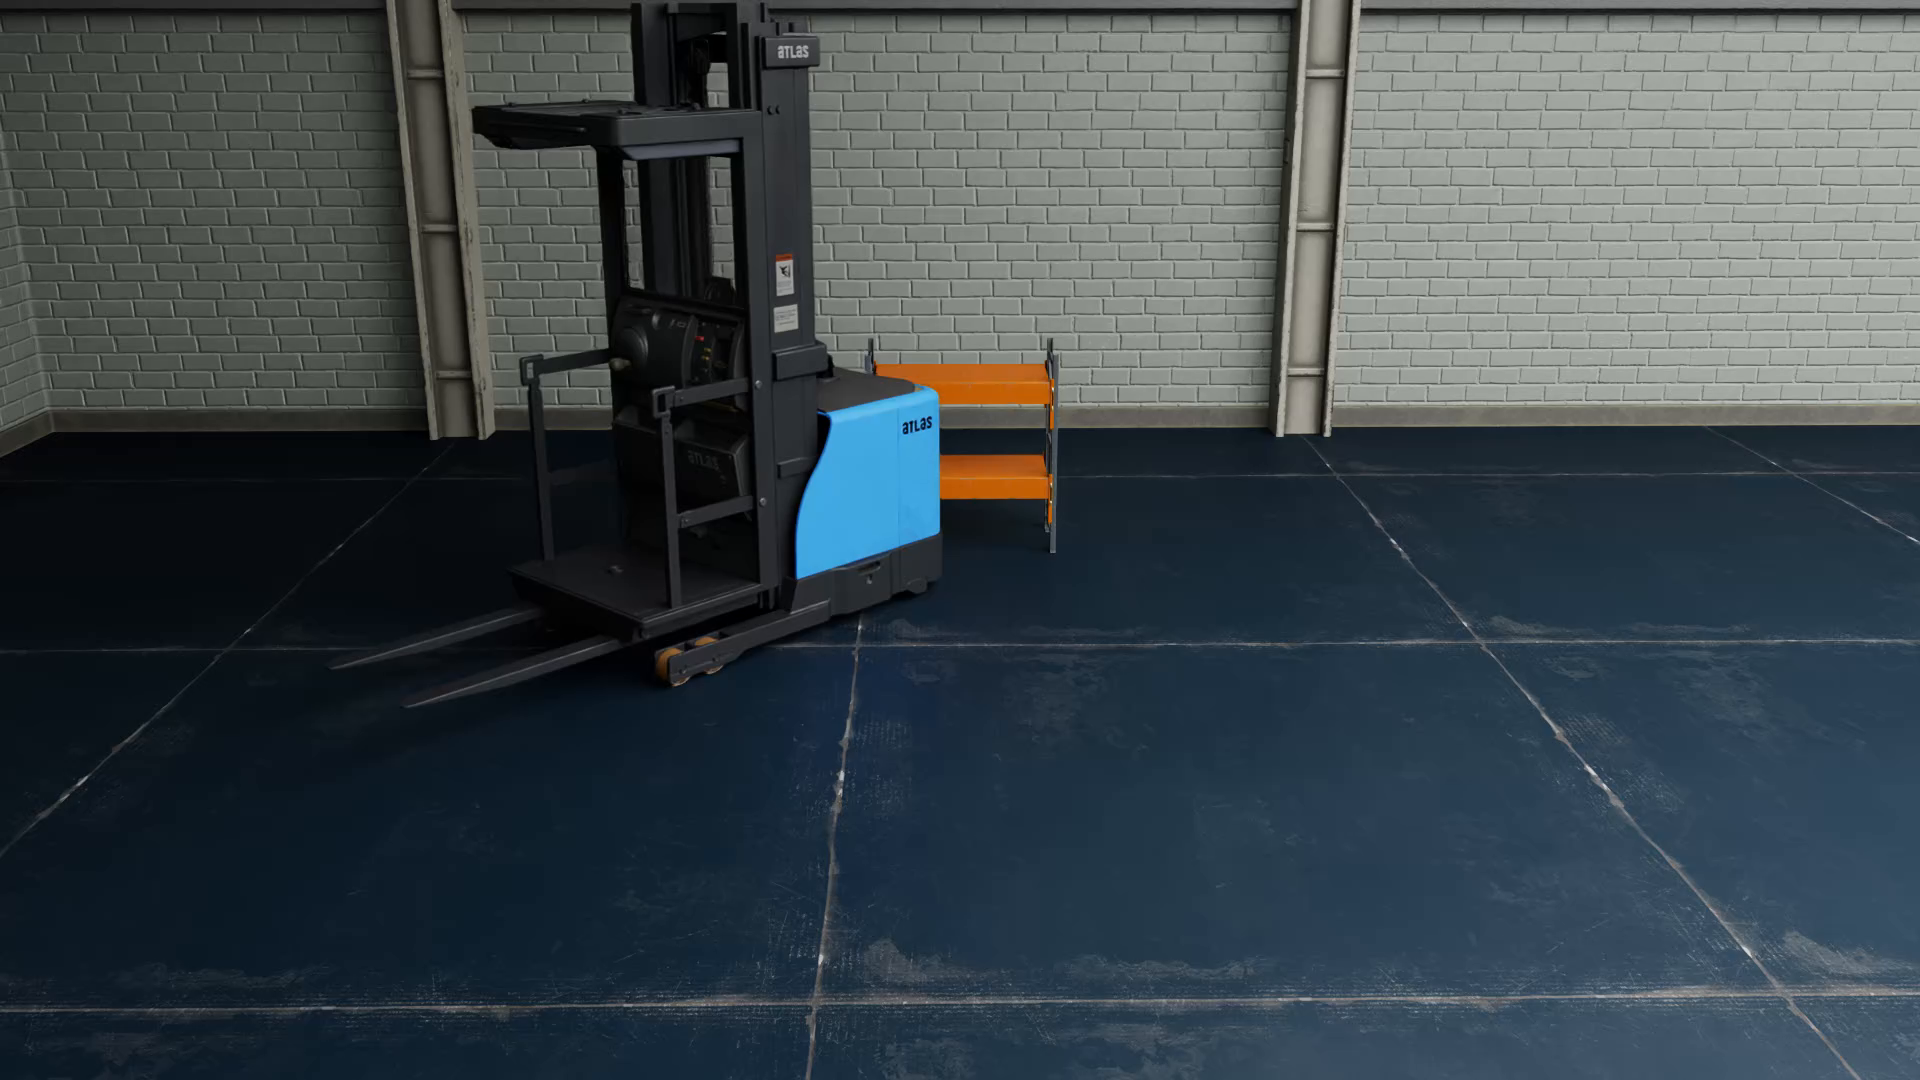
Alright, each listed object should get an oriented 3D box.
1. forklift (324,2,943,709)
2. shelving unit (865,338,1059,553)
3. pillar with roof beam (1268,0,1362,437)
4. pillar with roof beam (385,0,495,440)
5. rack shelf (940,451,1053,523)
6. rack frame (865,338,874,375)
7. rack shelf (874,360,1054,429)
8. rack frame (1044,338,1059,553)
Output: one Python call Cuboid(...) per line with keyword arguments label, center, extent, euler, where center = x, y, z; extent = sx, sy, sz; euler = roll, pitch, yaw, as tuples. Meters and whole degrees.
Cuboid(label="forklift", center=(-1.459, -0.915, 7.600), extent=(1.130, 2.935, 3.031), euler=(16, 24, 40))
Cuboid(label="shelving unit", center=(0.007, -0.536, 9.376), extent=(1.048, 1.125, 0.538), euler=(0, 18, -1))
Cuboid(label="pillar with roof beam", center=(2.511, -3.755, 6.520), extent=(0.400, 9.000, 9.100), euler=(0, 18, -1))
Cuboid(label="pillar with roof beam", center=(-3.488, -3.726, 6.429), extent=(0.400, 9.000, 9.100), euler=(0, 18, -1))
Cuboid(label="rack shelf", center=(0.007, -0.303, 9.451), extent=(1.000, 0.278, 0.538), euler=(0, 18, -1))
Cuboid(label="rack frame", center=(-0.502, -0.533, 9.368), extent=(0.032, 1.125, 0.500), euler=(0, 18, -1))
Cuboid(label="rack shelf", center=(0.007, -0.814, 9.286), extent=(1.000, 0.278, 0.538), euler=(0, 18, -1))
Cuboid(label="rack frame", center=(0.515, -0.538, 9.384), extent=(0.032, 1.125, 0.500), euler=(0, 18, -1))
